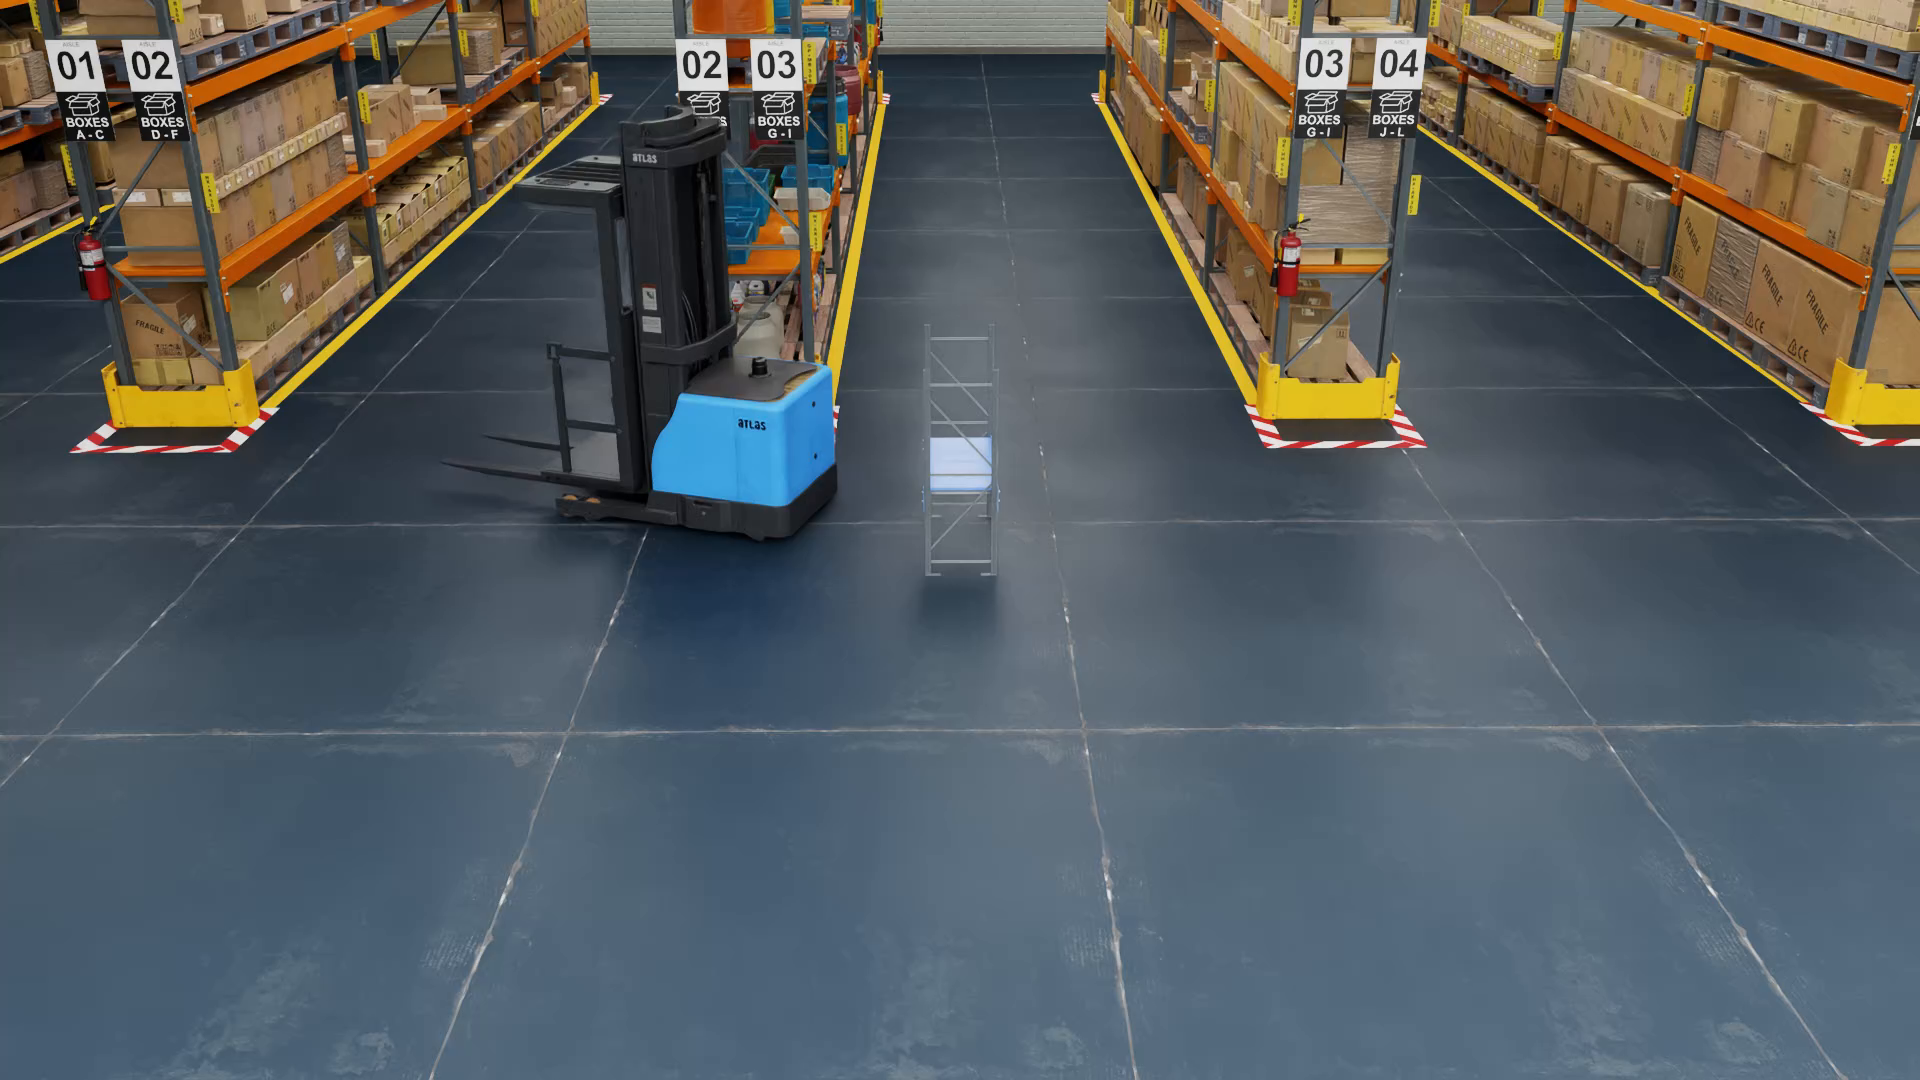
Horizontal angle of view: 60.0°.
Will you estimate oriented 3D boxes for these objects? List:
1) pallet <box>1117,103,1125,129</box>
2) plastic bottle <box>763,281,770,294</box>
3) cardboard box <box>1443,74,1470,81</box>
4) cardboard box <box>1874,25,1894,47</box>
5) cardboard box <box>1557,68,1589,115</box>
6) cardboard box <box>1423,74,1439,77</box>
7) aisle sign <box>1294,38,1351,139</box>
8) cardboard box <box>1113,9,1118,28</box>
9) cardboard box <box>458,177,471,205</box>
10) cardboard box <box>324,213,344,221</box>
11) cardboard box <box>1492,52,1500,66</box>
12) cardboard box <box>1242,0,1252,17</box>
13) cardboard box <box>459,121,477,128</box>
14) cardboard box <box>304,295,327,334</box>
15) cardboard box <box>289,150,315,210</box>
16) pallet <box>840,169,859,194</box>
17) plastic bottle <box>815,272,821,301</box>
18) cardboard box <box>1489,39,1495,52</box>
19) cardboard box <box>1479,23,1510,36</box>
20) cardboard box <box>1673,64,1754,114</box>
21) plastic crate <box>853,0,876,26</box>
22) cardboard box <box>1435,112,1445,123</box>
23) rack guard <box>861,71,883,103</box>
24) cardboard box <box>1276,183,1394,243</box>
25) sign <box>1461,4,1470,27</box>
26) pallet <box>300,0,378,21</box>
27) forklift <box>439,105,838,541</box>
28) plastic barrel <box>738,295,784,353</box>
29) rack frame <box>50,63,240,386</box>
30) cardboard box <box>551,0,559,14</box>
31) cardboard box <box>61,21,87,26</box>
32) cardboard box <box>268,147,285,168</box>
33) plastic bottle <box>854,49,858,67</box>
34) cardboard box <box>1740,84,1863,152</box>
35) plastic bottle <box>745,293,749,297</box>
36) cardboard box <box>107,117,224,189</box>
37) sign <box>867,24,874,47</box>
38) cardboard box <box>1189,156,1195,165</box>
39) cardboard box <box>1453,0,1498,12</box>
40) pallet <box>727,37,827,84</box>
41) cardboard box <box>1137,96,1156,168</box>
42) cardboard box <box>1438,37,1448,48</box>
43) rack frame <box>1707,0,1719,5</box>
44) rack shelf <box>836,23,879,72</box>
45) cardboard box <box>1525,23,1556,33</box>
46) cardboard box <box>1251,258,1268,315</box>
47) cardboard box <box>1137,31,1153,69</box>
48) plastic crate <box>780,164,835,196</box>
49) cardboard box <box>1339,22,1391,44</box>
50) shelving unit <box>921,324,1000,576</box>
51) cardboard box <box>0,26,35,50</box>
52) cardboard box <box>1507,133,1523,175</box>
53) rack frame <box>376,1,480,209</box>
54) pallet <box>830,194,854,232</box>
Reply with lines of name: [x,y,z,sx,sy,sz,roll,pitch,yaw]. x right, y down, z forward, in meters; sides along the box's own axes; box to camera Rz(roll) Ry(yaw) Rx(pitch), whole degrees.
pallet: [3.126,-6.949,27.242,1.003,0.211,1.213,0,24,-1]
plastic bottle: [-2.055,-2.743,17.239,0.144,0.351,0.185,0,24,-1]
cardboard box: [8.263,-7.660,27.659,0.380,0.149,0.250,-1,24,-3]
cardboard box: [7.819,-4.166,13.739,0.380,0.149,0.250,0,24,0]
cardboard box: [7.811,-5.594,20.740,0.500,0.500,0.500,0,24,0]
cardboard box: [7.739,-7.658,27.653,0.380,0.149,0.250,-1,24,-3]
aisle sign: [2.904,-3.615,13.331,0.394,0.787,0.004,0,24,-1]
cardboard box: [2.778,-8.497,27.102,0.500,0.250,0.500,-1,24,-2]
cardboard box: [-6.541,-4.434,21.123,0.500,0.250,0.500,0,24,1]
cardboard box: [-7.038,-3.422,18.206,0.500,0.311,0.500,0,24,-1]
cardboard box: [7.596,-6.653,22.999,0.380,0.149,0.250,-1,24,-3]
cardboard box: [2.869,-5.018,15.646,0.380,0.149,0.250,-1,24,-2]
cardboard box: [-7.052,-5.586,23.344,0.500,0.500,0.500,-1,24,-3]
cardboard box: [-6.501,-2.193,16.169,0.500,0.250,0.500,0,24,-1]
cardboard box: [-6.722,-3.501,16.113,0.700,0.500,0.500,0,24,0]
pallet: [-1.887,-4.786,22.458,1.003,0.211,1.213,0,24,-1]
plastic bottle: [-1.493,-2.600,16.924,0.144,0.351,0.185,0,24,-1]
cardboard box: [7.596,-6.890,23.162,0.380,0.149,0.250,-1,24,-1]
cardboard box: [7.587,-7.243,23.581,0.380,0.149,0.250,-1,24,-1]
cardboard box: [8.109,-4.792,17.754,0.700,0.500,0.500,-1,24,-1]
plastic crate: [-1.734,-8.934,28.132,0.616,0.435,0.499,0,24,-1]
cardboard box: [7.701,-6.651,26.149,0.380,0.149,0.250,-1,24,-2]
rack guard: [-1.938,-7.899,28.991,1.175,0.500,0.348,0,24,-1]
cardboard box: [3.224,-2.865,14.346,0.875,0.500,0.500,0,24,-1]
sign: [7.490,-7.771,24.626,0.100,0.325,0.005,0,24,-1]
pallet: [-6.769,-5.705,17.700,0.805,0.209,1.217,-1,24,-3]
forklift: [-2.515,-1.676,12.282,3.031,2.935,1.130,8,25,17]
plastic barrel: [-1.839,-1.970,15.359,0.421,0.512,0.421,0,24,0]
rack frame: [-6.703,-2.414,13.831,1.000,3.000,0.127,0,24,-1]
cardboard box: [-6.569,-8.480,25.908,0.500,0.500,0.500,-1,24,-2]
cardboard box: [-11.497,-6.628,21.733,0.500,0.250,0.500,-1,24,-1]
cardboard box: [-6.508,-3.551,15.437,0.380,0.149,0.250,0,24,0]
plastic bottle: [-1.541,-6.904,23.818,0.144,0.351,0.185,0,24,-1]
cardboard box: [8.080,-4.045,15.945,0.875,0.550,0.550,0,24,-1]
plastic bottle: [-2.077,-2.257,16.247,0.061,0.283,0.133,0,24,-1]
cardboard box: [-6.696,-3.265,14.017,0.700,0.500,0.500,0,24,0]
sign: [-1.331,-7.507,24.757,0.100,0.325,0.005,0,24,-1]
cardboard box: [3.153,-4.881,20.875,0.500,0.250,0.500,1,24,2]
cardboard box: [7.757,-8.212,24.954,0.500,0.500,0.500,-1,24,-2]
pallet: [-1.661,-4.057,14.053,1.003,0.211,1.213,0,24,-1]
cardboard box: [3.127,-5.629,23.007,1.225,0.875,0.875,0,24,0]
cardboard box: [7.730,-7.819,26.086,0.380,0.149,0.250,-1,24,-3]
rack frame: [8.120,-6.820,16.292,1.000,3.000,0.127,0,24,-1]
rack shelf: [-1.902,-7.876,26.781,1.077,0.370,4.000,0,24,-1]
cardboard box: [8.240,-7.241,23.576,0.380,0.149,0.250,0,24,-1]
cardboard box: [3.223,-2.501,16.548,0.500,0.500,0.500,-2,24,-5]
cardboard box: [2.833,-7.050,23.959,0.500,0.500,0.500,0,24,0]
plastic crate: [-1.510,-3.561,16.546,0.499,0.251,0.616,0,24,-1]
cardboard box: [3.399,-4.263,13.976,0.380,0.149,0.250,-1,24,-2]
shelving unit: [0.001,-0.648,11.747,0.538,1.500,1.048,0,24,-1]
cardboard box: [-12.008,-6.404,21.237,0.500,0.250,0.500,0,24,1]
cardboard box: [7.806,-5.271,22.671,0.500,0.500,0.500,1,24,2]
rack frame: [-6.790,-5.711,21.120,1.000,3.000,0.127,0,24,-1]
pallet: [-1.867,-4.141,21.034,1.003,0.211,1.213,0,24,-1]
